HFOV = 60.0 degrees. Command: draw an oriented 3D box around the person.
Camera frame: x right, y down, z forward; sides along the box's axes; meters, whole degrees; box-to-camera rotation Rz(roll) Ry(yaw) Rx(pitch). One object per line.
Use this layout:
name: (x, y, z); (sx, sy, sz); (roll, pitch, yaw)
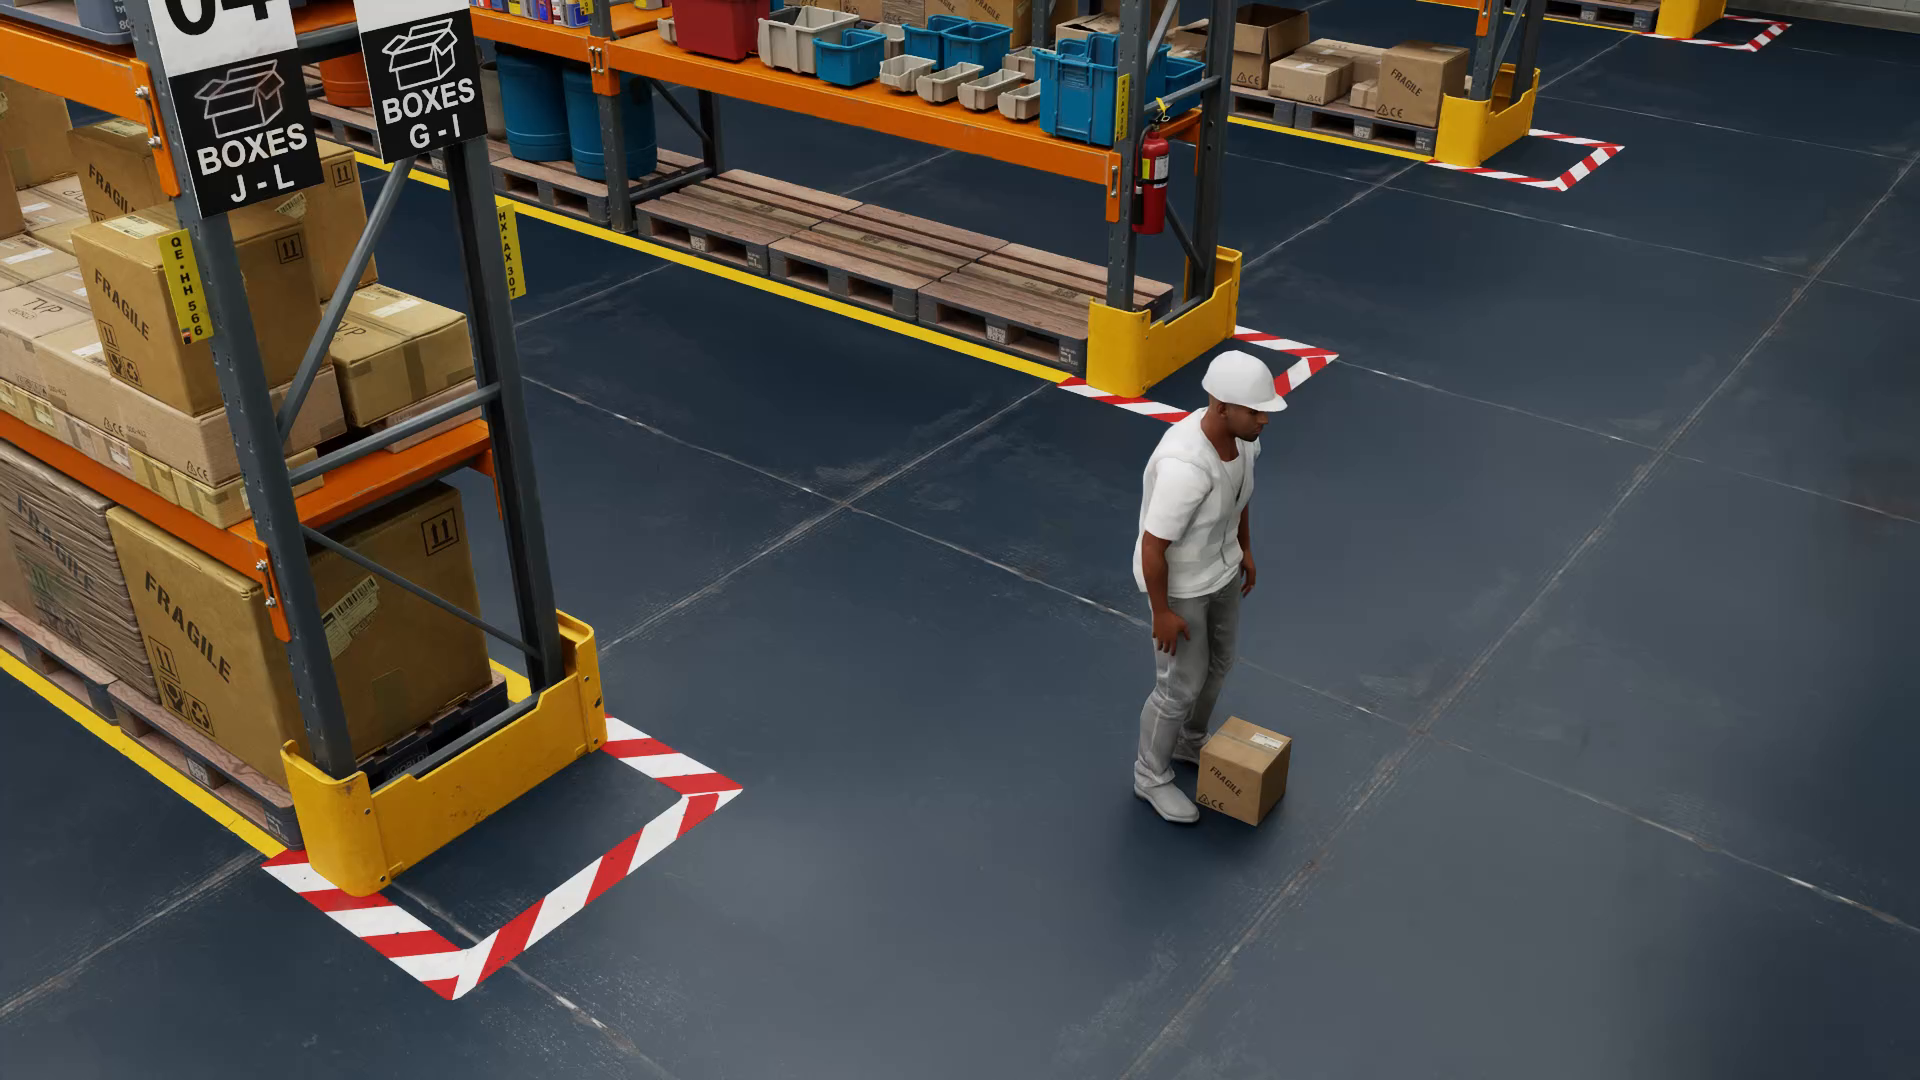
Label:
person: (0.856, 0.142, 5.875); (0.458, 1.761, 0.628); (21, 37, 32)
